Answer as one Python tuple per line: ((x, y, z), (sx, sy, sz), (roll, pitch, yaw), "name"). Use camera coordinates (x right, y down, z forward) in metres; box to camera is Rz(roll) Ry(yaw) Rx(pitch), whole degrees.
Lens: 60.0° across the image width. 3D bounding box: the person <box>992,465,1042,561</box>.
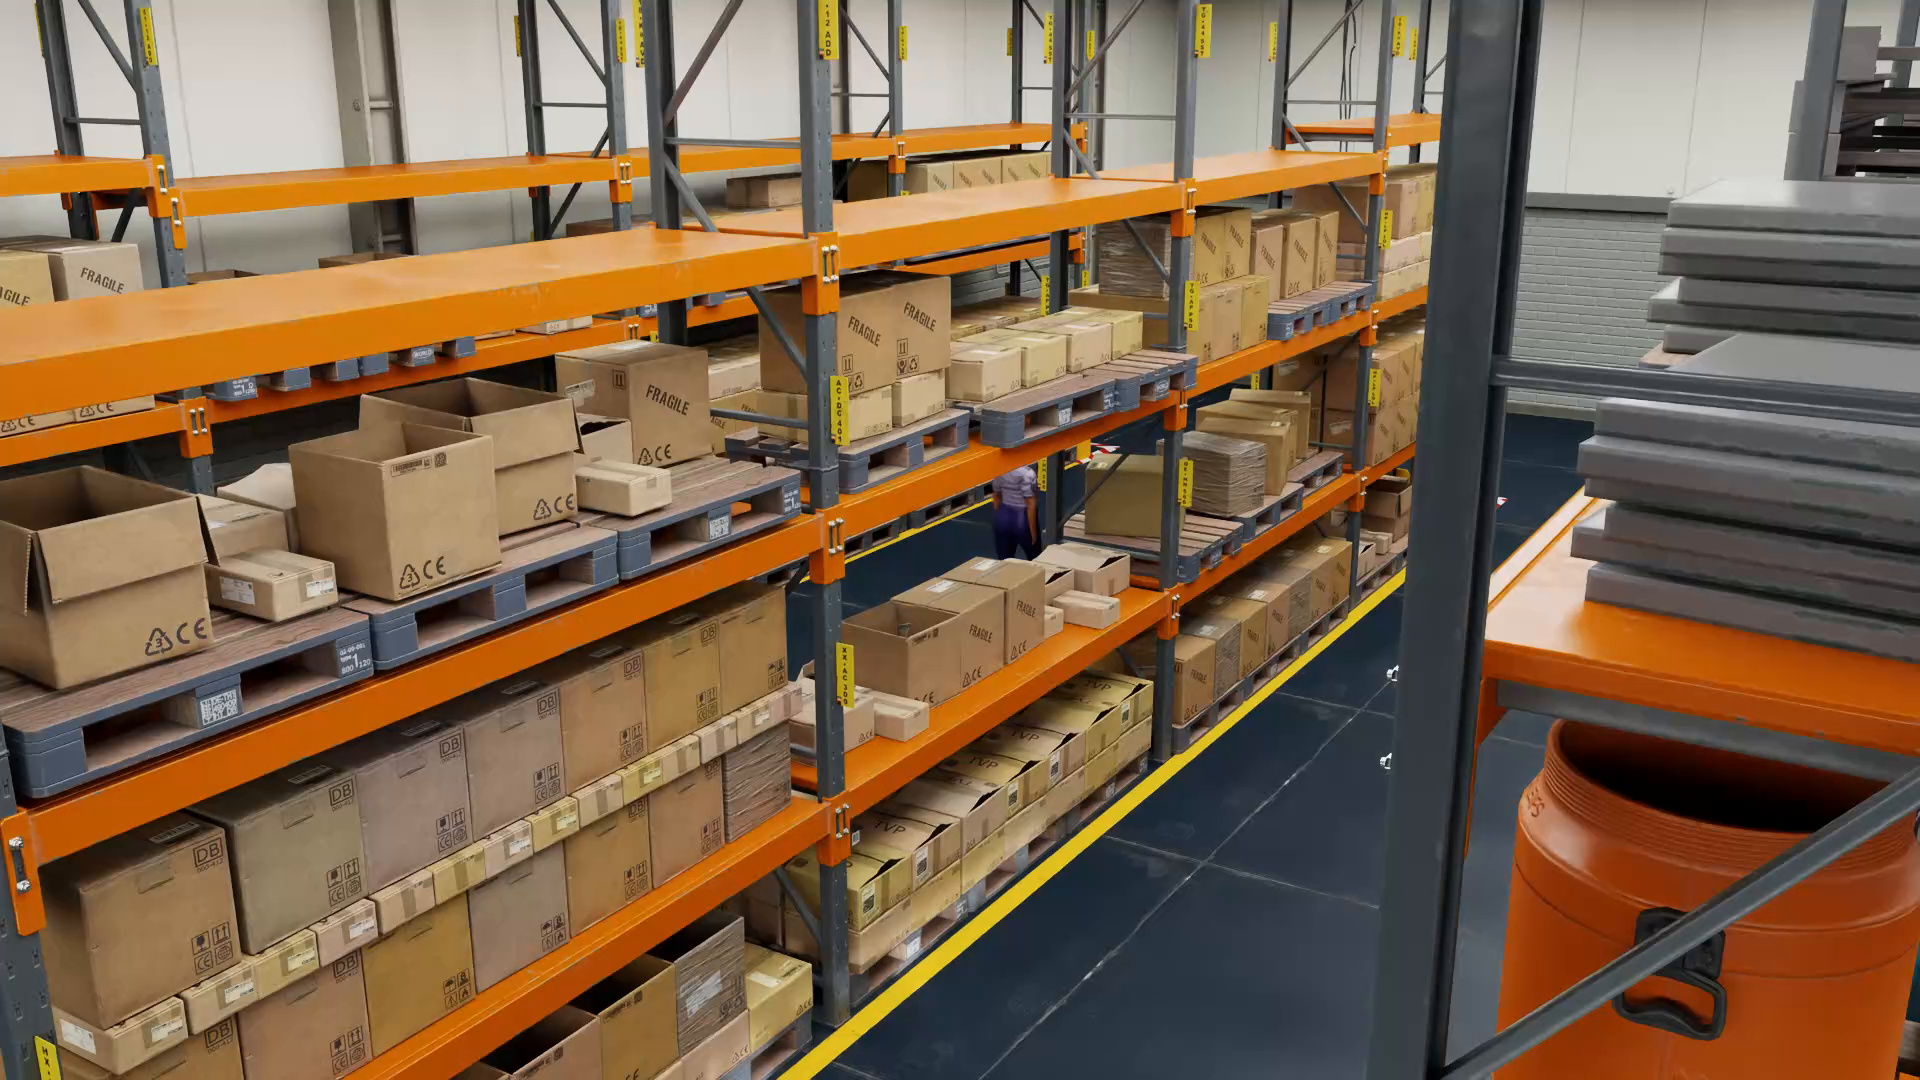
((0.567, -0.172, 15.134), (0.477, 1.635, 0.658), (10, 19, 30), "person")
